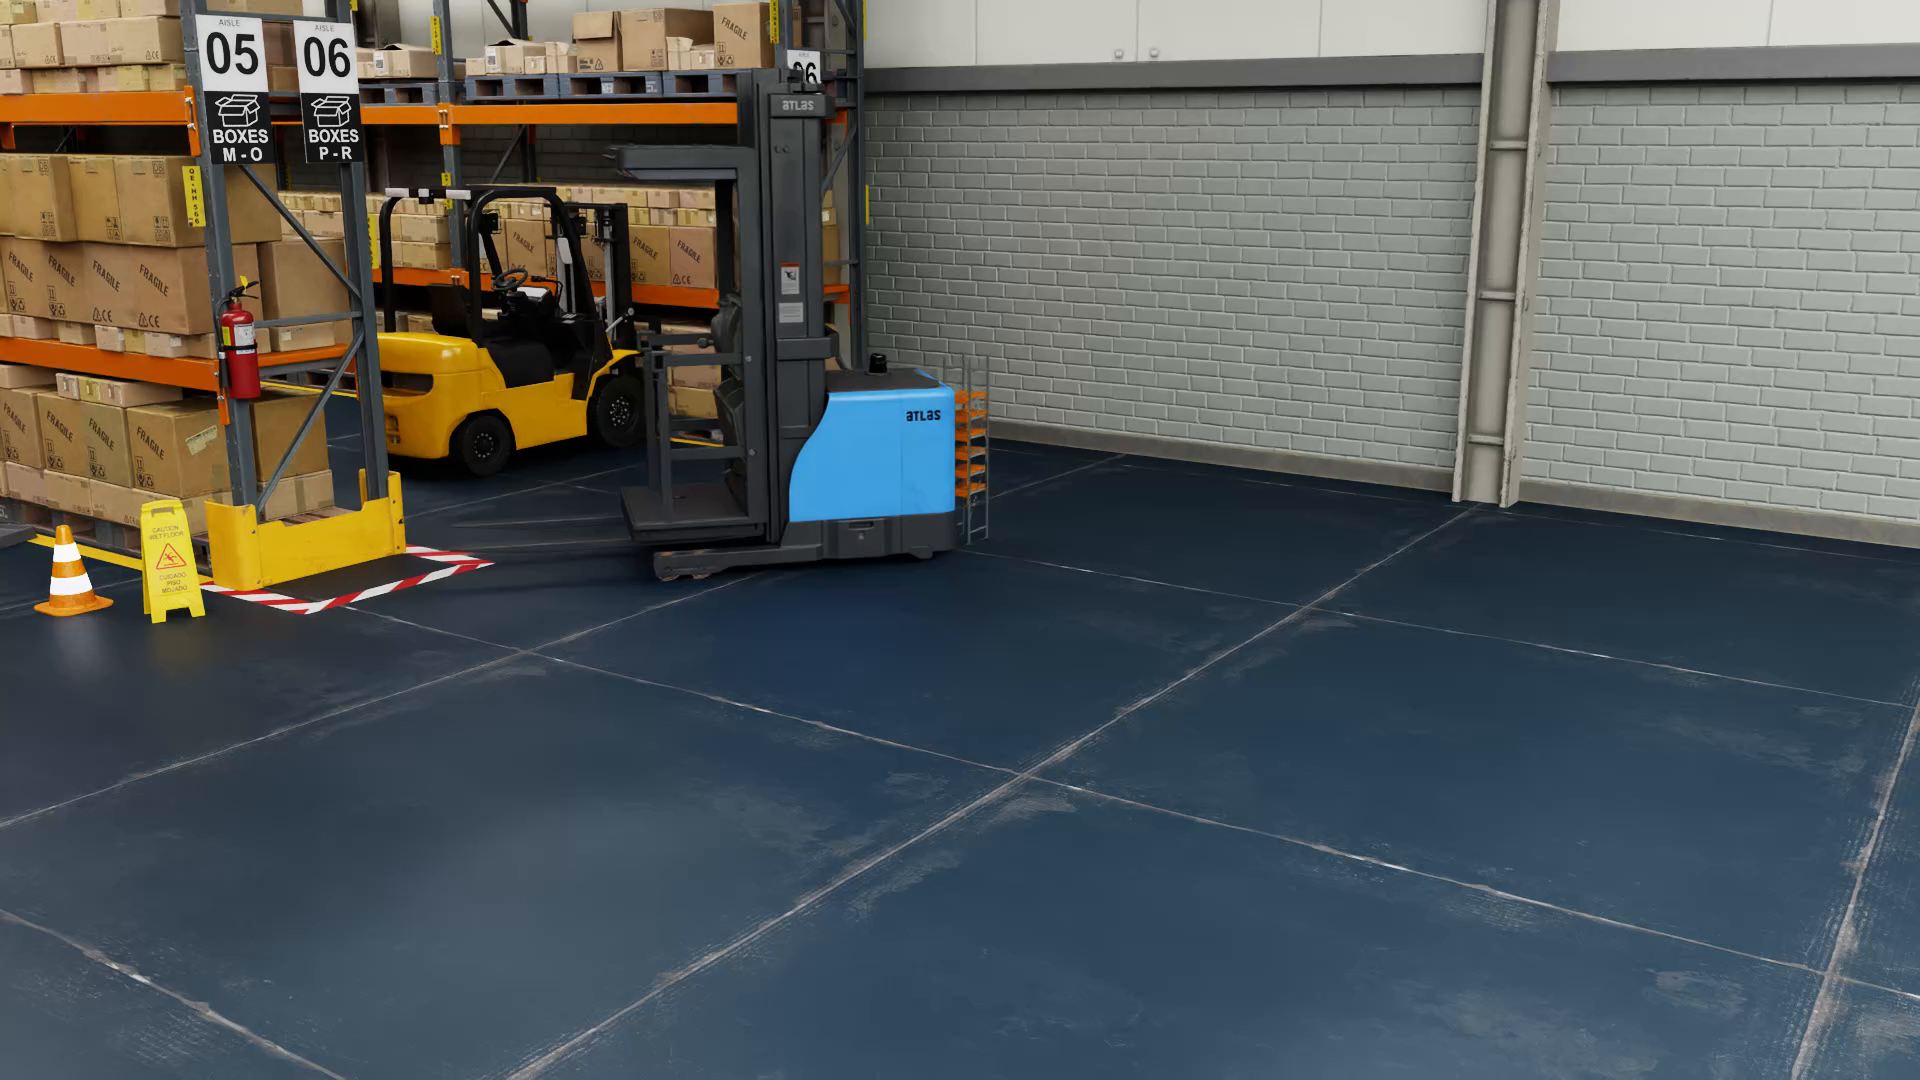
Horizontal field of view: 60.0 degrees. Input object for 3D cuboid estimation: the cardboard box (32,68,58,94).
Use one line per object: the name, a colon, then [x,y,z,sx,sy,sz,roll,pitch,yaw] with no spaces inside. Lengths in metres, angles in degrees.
cardboard box: [-5.386,-2.787,10.118,0.250,0.149,0.380,9,16,31]

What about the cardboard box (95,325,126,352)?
cardboard box: [-5.020,-1.248,10.143,0.250,0.149,0.380,10,17,34]

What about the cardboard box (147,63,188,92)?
cardboard box: [-4.340,-2.609,9.402,0.250,0.149,0.380,9,17,33]

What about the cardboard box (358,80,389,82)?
cardboard box: [-5.949,-4.671,16.611,0.250,0.166,0.380,9,17,33]

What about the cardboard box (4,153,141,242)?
cardboard box: [-5.329,-2.104,10.170,0.500,0.500,0.700,9,16,32]

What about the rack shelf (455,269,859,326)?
rack shelf: [-2.780,-2.192,14.934,4.000,0.370,1.077,9,17,33]

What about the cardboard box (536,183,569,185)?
cardboard box: [-3.821,-3.293,15.706,0.250,0.149,0.380,9,16,31]

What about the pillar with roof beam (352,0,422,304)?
pillar with roof beam: [-8.576,-5.405,13.929,0.400,9.000,9.100,9,17,33]

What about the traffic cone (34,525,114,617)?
traffic cone: [-4.964,0.148,9.262,0.334,0.463,0.336,9,17,33]

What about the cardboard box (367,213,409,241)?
cardboard box: [-5.420,-3.062,16.222,0.500,0.250,0.500,9,16,31]

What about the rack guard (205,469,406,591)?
rack guard: [-3.950,-0.080,10.105,0.348,0.500,1.175,9,17,33]

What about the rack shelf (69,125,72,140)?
rack shelf: [-12.737,-5.258,21.074,4.000,0.370,1.077,9,17,33]

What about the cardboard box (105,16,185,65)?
cardboard box: [-4.462,-2.826,9.446,0.500,0.250,0.500,9,16,32]

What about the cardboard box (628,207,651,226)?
cardboard box: [-2.642,-2.794,14.311,0.250,0.149,0.380,9,17,33]

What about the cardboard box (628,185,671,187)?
cardboard box: [-2.768,-3.117,14.993,0.250,0.149,0.380,10,17,34]

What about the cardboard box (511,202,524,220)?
cardboard box: [-3.874,-3.014,15.199,0.250,0.149,0.380,9,17,33]

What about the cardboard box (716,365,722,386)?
cardboard box: [-1.699,-1.388,13.996,0.500,0.250,0.500,9,16,32]

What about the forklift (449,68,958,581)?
forklift: [-1.591,-1.320,10.056,3.031,2.935,1.130,-4,14,-15]

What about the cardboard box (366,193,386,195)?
cardboard box: [-6.091,-3.504,17.178,0.250,0.149,0.380,10,17,34]

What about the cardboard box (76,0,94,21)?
cardboard box: [-4.929,-3.108,9.756,0.250,0.149,0.380,9,17,33]

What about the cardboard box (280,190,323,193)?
cardboard box: [-7.096,-3.693,17.943,0.250,0.149,0.380,10,17,34]

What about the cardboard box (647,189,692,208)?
cardboard box: [-2.432,-2.905,14.137,0.250,0.149,0.380,10,17,34]

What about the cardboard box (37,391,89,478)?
cardboard box: [-5.547,-0.710,10.737,0.500,0.500,0.500,9,16,32]

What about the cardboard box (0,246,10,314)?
cardboard box: [-6.158,-1.765,10.884,0.500,0.500,0.500,9,17,32]

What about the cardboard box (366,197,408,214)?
cardboard box: [-5.537,-3.258,16.183,0.250,0.149,0.380,9,16,31]

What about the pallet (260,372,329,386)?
pallet: [-7.097,-1.874,17.955,1.213,0.211,1.003,9,17,33]

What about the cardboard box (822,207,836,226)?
cardboard box: [-1.257,-2.734,14.067,0.250,0.149,0.380,9,16,31]

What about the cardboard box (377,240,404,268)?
cardboard box: [-5.424,-2.819,16.279,0.500,0.250,0.500,9,17,32]

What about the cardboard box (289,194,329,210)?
cardboard box: [-6.581,-3.437,16.907,0.250,0.149,0.380,10,17,34]

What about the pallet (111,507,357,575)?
pallet: [-4.605,-0.056,10.609,1.213,0.211,1.003,9,17,33]

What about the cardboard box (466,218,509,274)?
cardboard box: [-4.217,-2.747,15.468,0.500,0.500,0.500,9,16,31]

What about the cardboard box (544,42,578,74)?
cardboard box: [-3.377,-4.193,14.475,0.258,0.266,0.396,9,16,31]

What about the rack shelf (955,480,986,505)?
rack shelf: [0.039,-0.307,10.749,0.180,0.103,0.258,9,16,32]

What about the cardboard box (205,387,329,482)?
cardboard box: [-4.422,-0.683,10.626,0.500,0.500,0.500,9,16,31]

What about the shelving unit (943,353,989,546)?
shelving unit: [0.040,-0.583,10.681,0.189,1.200,0.258,9,16,32]

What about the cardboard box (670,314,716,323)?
cardboard box: [-2.239,-1.865,14.884,0.500,0.250,0.500,9,17,32]

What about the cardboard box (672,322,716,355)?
cardboard box: [-2.103,-1.695,14.194,0.500,0.250,0.500,10,17,34]

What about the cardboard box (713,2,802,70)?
cardboard box: [-1.623,-4.041,13.372,0.500,0.500,0.500,10,17,35]

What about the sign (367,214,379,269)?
sign: [-3.585,-1.811,10.097,0.005,0.325,0.100,9,17,33]

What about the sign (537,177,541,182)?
sign: [-4.131,-3.379,16.265,0.005,0.325,0.100,9,17,33]

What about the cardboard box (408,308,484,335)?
cardboard box: [-4.878,-1.929,16.439,0.625,0.625,0.875,10,17,35]

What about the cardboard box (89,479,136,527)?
cardboard box: [-5.134,-0.278,10.552,0.500,0.250,0.500,9,17,33]

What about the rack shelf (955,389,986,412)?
rack shelf: [0.040,-0.889,10.605,0.180,0.103,0.258,9,16,32]

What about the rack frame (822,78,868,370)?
rack frame: [-1.120,-2.273,13.764,0.127,3.000,1.000,9,17,33]

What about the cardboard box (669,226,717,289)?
cardboard box: [-2.100,-2.407,14.095,0.500,0.500,0.500,10,17,35]

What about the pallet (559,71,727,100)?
pallet: [-2.709,-3.950,14.478,1.213,0.211,1.003,9,17,33]

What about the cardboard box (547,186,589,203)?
cardboard box: [-3.470,-3.082,14.853,0.250,0.149,0.380,9,16,32]

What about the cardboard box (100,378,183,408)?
cardboard box: [-5.040,-0.922,10.244,0.250,0.149,0.380,10,17,34]
